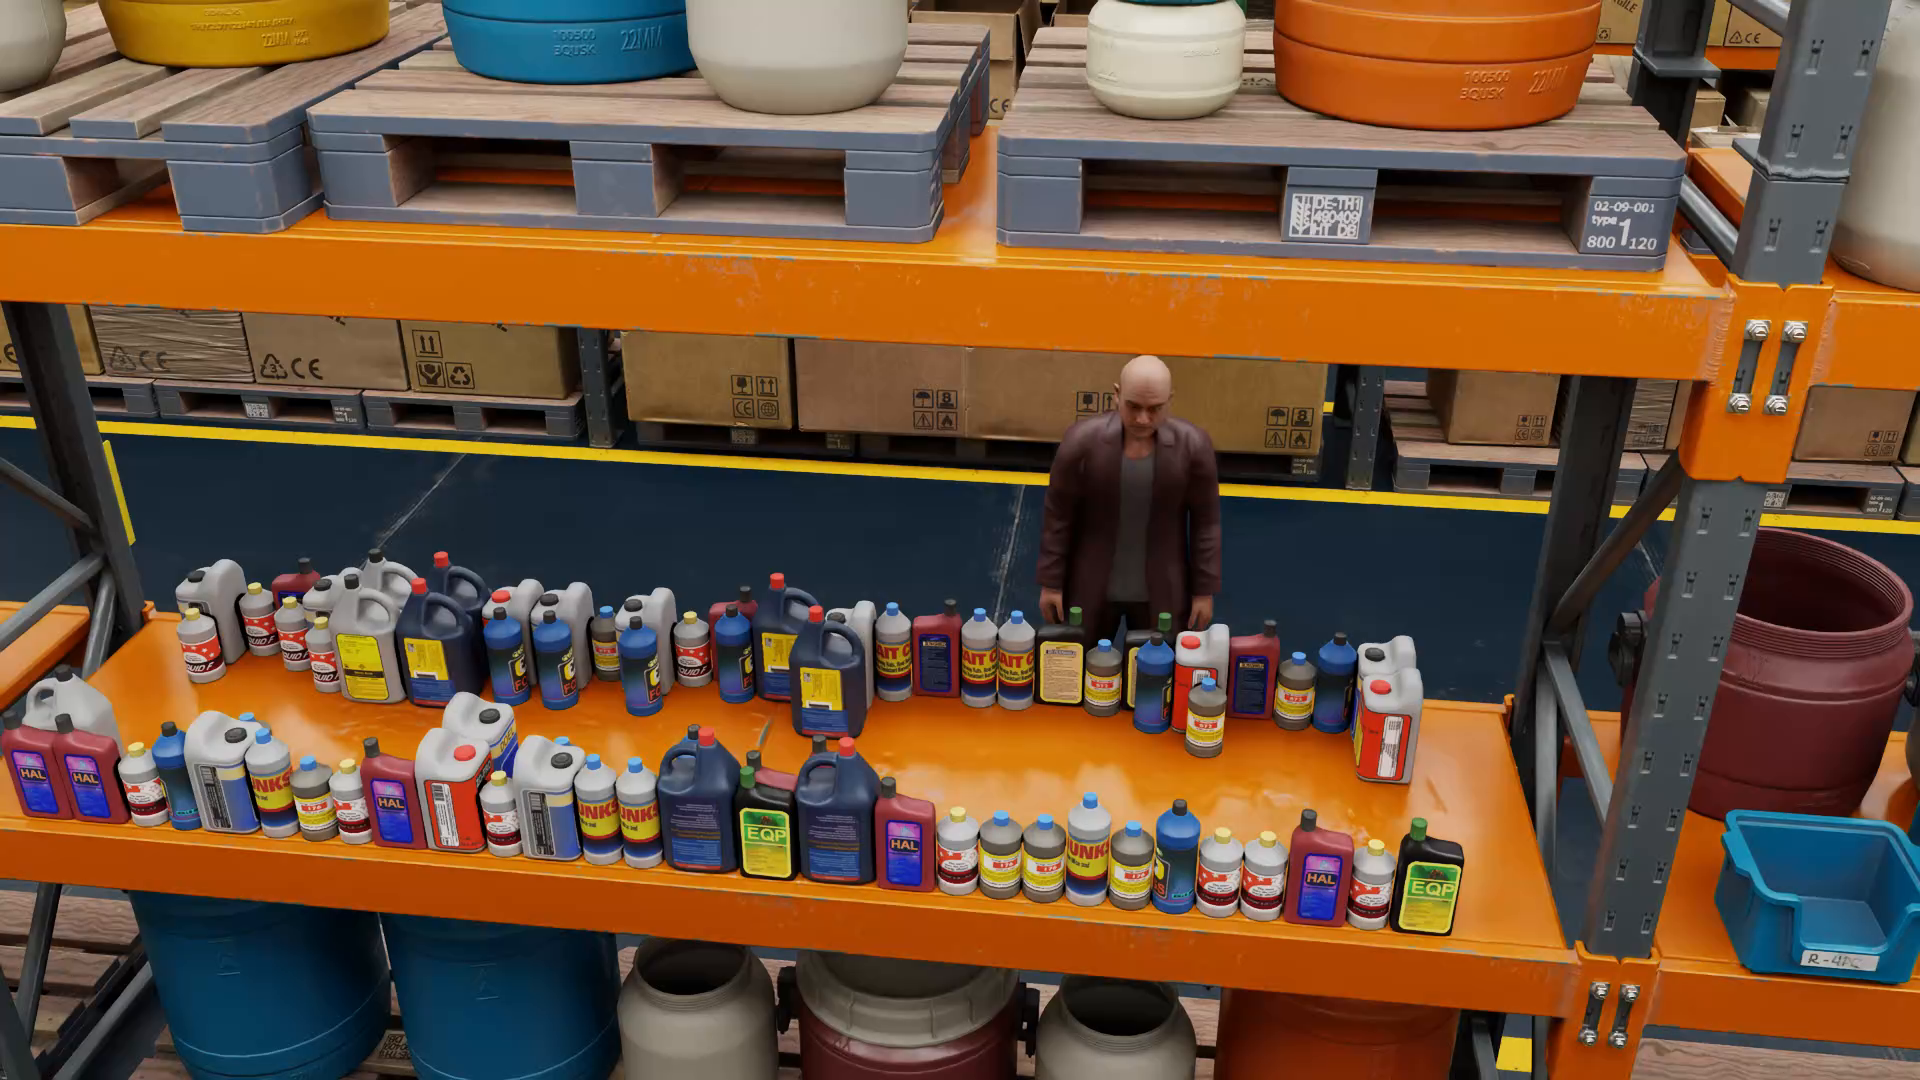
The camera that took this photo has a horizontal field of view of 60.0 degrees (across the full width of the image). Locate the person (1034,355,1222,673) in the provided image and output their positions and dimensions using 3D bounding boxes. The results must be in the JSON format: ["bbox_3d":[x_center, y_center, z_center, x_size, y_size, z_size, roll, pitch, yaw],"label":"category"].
[{"bbox_3d":[0.586,0.171,5.817,0.654,1.774,0.416,3,28,5],"label":"person"}]
